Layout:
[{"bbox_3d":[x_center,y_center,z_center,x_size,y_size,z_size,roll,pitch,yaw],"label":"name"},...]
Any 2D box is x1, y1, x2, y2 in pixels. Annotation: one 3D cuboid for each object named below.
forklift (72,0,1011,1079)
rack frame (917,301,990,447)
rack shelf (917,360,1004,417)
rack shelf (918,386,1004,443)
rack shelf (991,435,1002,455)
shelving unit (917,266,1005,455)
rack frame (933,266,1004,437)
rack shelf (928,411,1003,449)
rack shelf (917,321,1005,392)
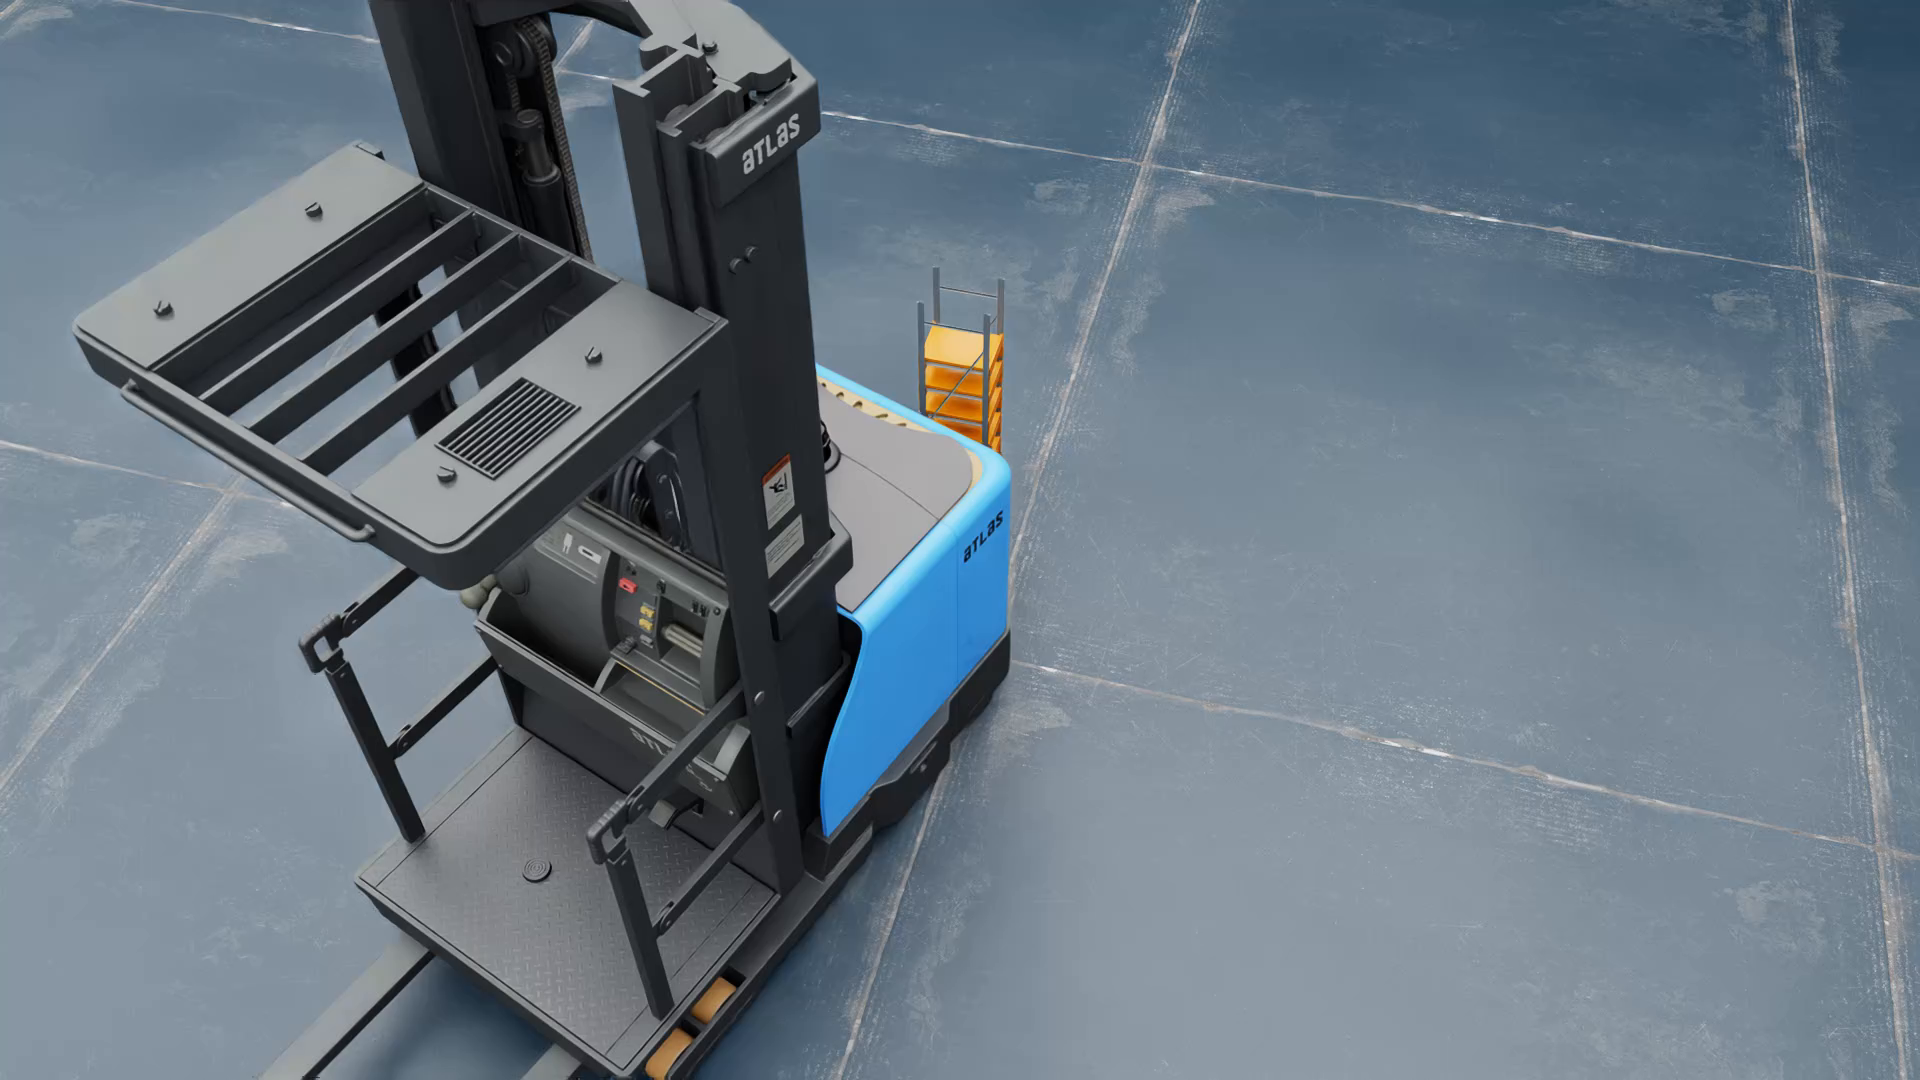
[{"bbox_3d":[-1.080,0.200,4.119,1.130,2.935,3.031,27,54,22],"label":"forklift"},{"bbox_3d":[-0.020,-0.341,5.751,0.240,1.200,0.006,12,50,10],"label":"rack frame"},{"bbox_3d":[0.004,-0.537,5.663,0.258,0.103,0.180,12,50,10],"label":"rack shelf"},{"bbox_3d":[0.004,-0.458,5.753,0.258,0.103,0.180,12,50,10],"label":"rack shelf"},{"bbox_3d":[0.004,-0.299,5.933,0.258,0.103,0.180,12,50,10],"label":"rack shelf"},{"bbox_3d":[0.004,-0.408,5.809,0.258,1.200,0.189,12,50,10],"label":"shelving unit"},{"bbox_3d":[0.028,-0.474,5.868,0.240,1.200,0.006,12,50,10],"label":"rack frame"},{"bbox_3d":[0.004,-0.378,5.843,0.258,0.103,0.180,12,50,10],"label":"rack shelf"},{"bbox_3d":[0.004,-0.616,5.573,0.258,0.103,0.180,12,50,10],"label":"rack shelf"}]
